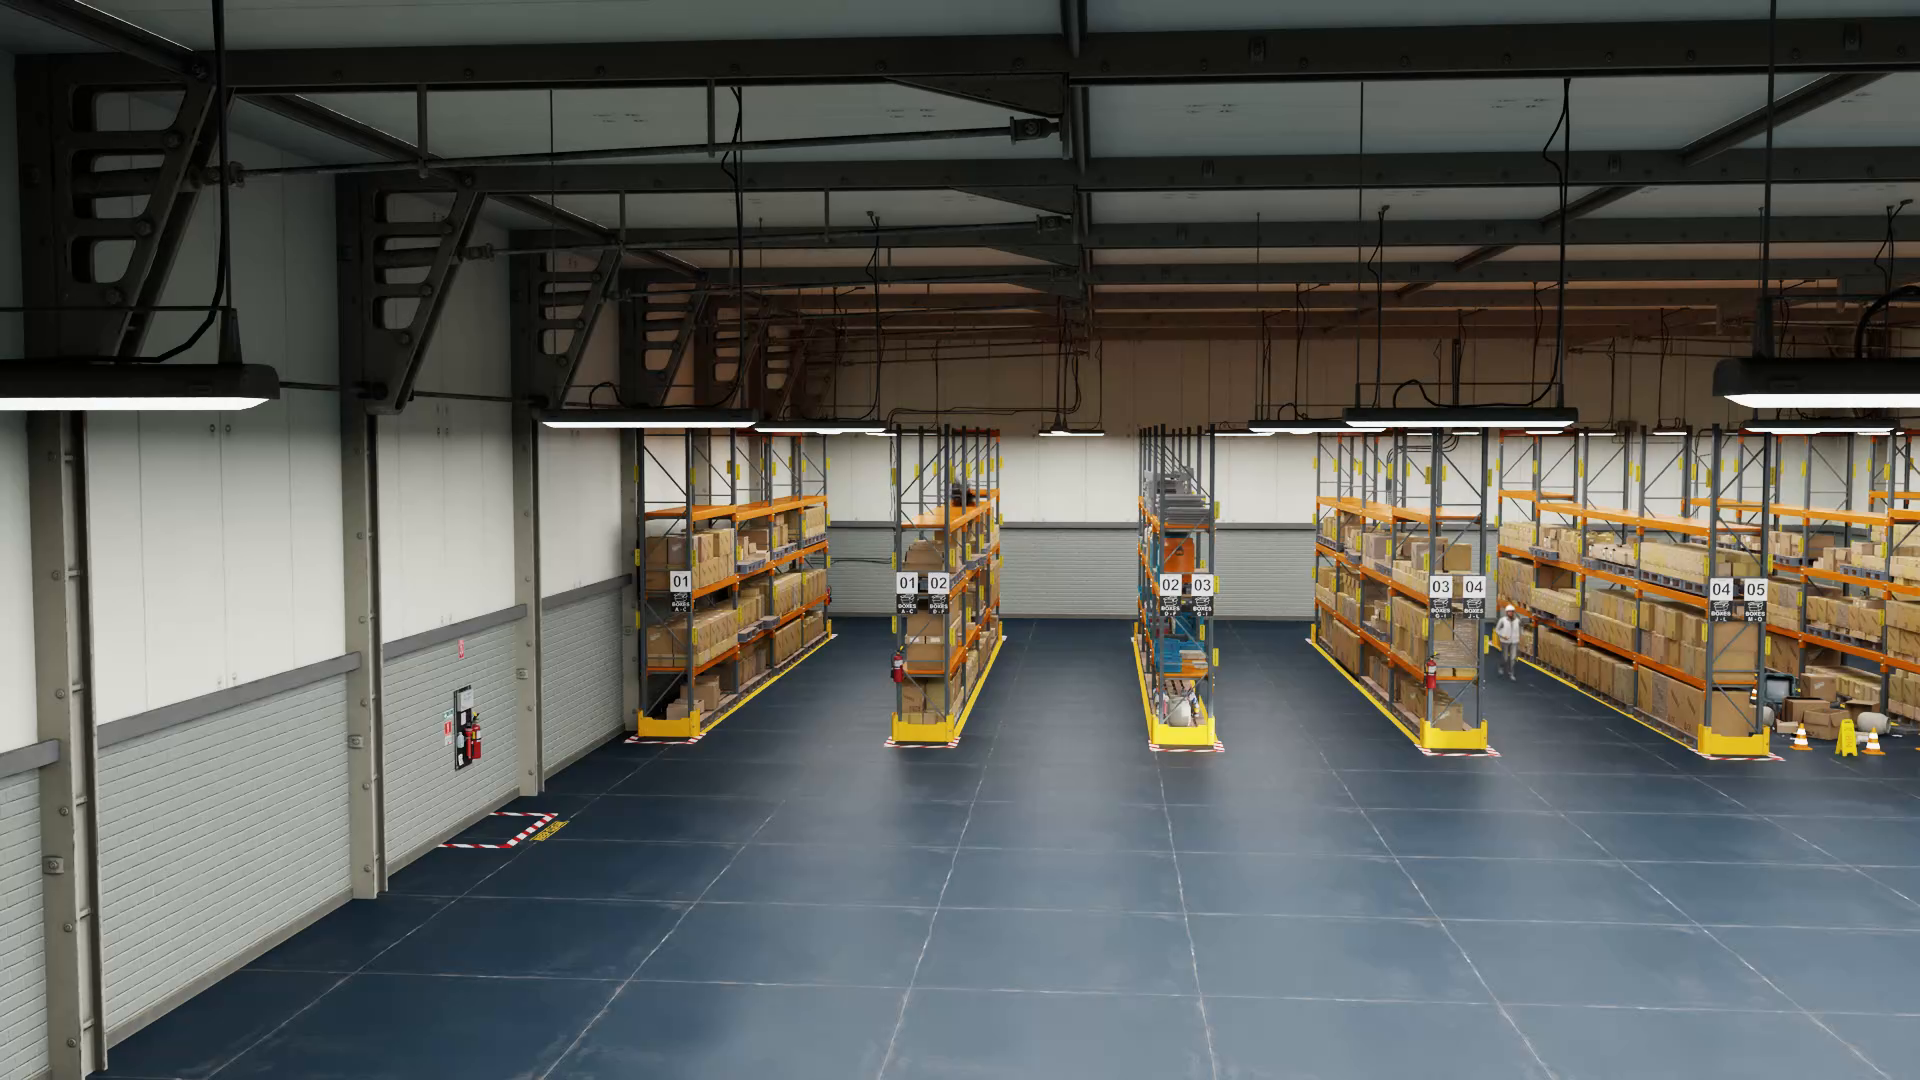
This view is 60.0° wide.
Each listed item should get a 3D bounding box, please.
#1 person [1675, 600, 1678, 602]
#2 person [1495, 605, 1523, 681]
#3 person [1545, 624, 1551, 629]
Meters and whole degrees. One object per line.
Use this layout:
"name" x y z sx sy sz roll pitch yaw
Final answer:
"person" 20.395 2.008 47.229 0.895 1.630 0.668 3 4 37
"person" 13.106 2.438 39.662 0.685 1.773 0.771 0 3 3
"person" 16.671 2.009 46.940 0.772 1.706 0.835 -1 4 -19
